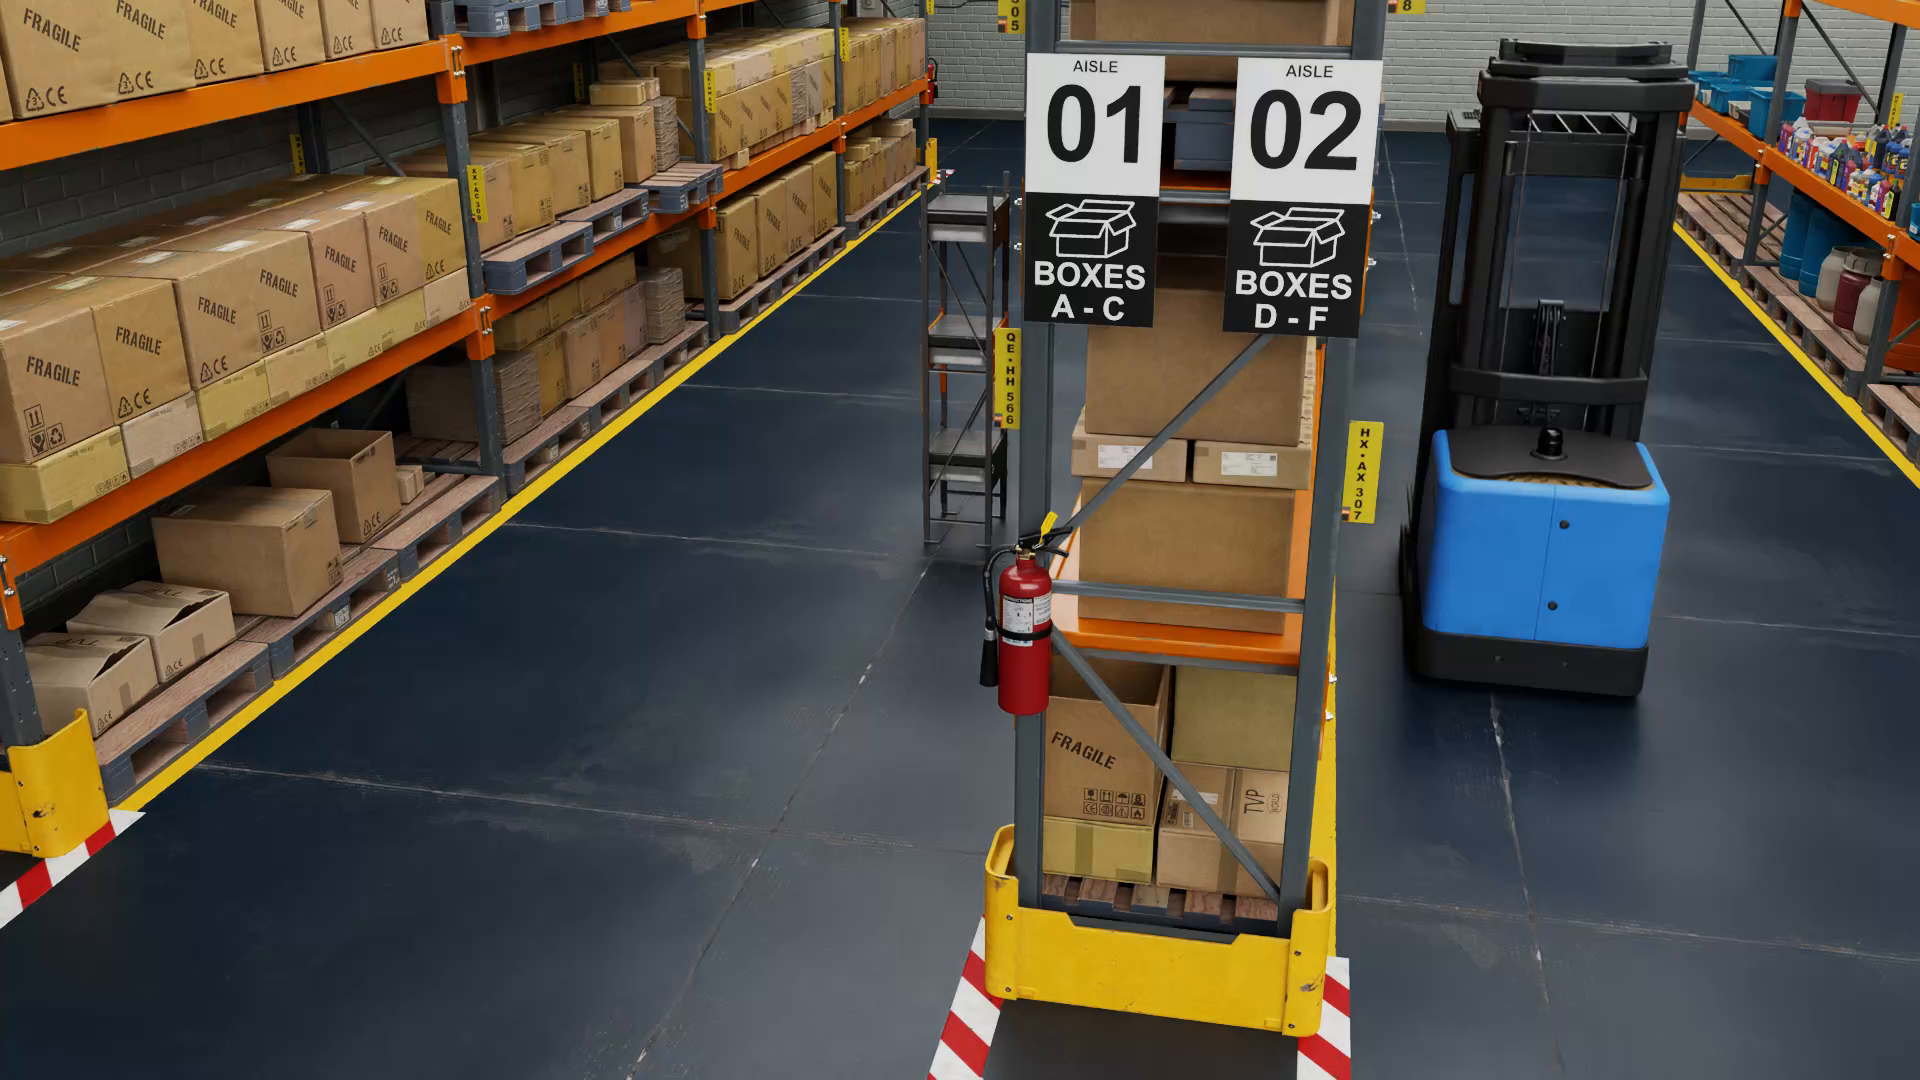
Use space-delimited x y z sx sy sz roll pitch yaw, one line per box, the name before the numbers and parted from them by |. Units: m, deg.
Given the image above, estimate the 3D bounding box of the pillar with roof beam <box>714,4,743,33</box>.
pillar with roof beam | 1.797 -7.354 16.068 9.100 9.000 0.400 4 22 11

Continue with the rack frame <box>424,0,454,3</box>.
rack frame | -3.346 -4.434 8.819 1.000 3.000 0.127 4 22 11

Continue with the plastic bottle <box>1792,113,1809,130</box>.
plastic bottle | 7.587 -3.681 15.043 0.144 0.351 0.185 4 22 11

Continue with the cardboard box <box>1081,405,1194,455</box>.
cardboard box | 0.631 -0.410 5.854 0.380 0.149 0.250 5 22 12

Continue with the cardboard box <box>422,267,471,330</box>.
cardboard box | -3.146 -1.395 9.476 0.500 0.250 0.500 5 22 11

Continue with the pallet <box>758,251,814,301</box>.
pallet | -2.044 -2.548 15.899 1.003 0.211 1.213 4 22 11

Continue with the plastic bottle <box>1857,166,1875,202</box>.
plastic bottle | 7.001 -2.748 12.833 0.097 0.271 0.097 0 22 0

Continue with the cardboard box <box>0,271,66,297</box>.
cardboard box | -4.162 -0.848 7.115 0.500 0.500 0.500 5 22 12

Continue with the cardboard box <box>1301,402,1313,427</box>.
cardboard box | 1.030 -0.384 5.789 0.380 0.149 0.250 4 22 10

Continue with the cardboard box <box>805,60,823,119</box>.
cardboard box | -1.656 -4.396 16.194 0.500 0.500 0.500 5 22 11

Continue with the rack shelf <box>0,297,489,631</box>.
rack shelf | -3.754 -0.587 8.258 1.077 0.370 4.000 4 22 11

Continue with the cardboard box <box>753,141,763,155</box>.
cardboard box | -2.001 -3.583 15.044 0.380 0.149 0.250 5 22 12

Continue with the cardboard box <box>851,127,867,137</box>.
cardboard box | -1.318 -4.804 19.682 0.380 0.149 0.250 5 22 12

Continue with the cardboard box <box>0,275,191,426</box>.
cardboard box | -3.660 -0.808 7.015 0.500 0.500 0.500 5 22 11

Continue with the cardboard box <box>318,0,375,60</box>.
cardboard box | -3.323 -2.711 8.394 0.500 0.500 0.500 3 22 6

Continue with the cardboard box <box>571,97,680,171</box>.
cardboard box | -2.616 -3.192 13.042 0.700 0.500 0.500 2 22 5

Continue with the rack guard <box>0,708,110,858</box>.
rack guard | -4.147 0.943 6.843 1.175 0.500 0.348 4 22 11

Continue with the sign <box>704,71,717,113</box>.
sign | -1.997 -3.577 13.276 0.100 0.325 0.005 4 22 11

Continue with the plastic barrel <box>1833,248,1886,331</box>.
plastic barrel | 7.482 -2.029 13.542 0.600 0.588 0.708 4 22 11

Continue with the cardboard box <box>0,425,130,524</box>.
cardboard box | -3.752 -0.283 6.714 0.500 0.250 0.500 4 22 9

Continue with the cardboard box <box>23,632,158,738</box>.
cardboard box | -3.933 0.608 7.338 0.500 0.311 0.500 2 22 5

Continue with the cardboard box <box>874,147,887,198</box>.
cardboard box | -1.248 -4.249 19.174 0.700 0.500 0.500 5 22 12

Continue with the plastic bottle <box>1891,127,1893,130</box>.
plastic bottle | 8.218 -3.511 14.713 0.061 0.283 0.133 4 22 11

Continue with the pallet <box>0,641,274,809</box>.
pallet | -3.947 0.782 7.628 1.003 0.211 1.213 4 22 11

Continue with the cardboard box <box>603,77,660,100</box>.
cardboard box | -2.571 -3.537 13.031 0.380 0.149 0.250 2 22 4

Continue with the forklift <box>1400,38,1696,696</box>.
forklift | 3.041 -1.144 8.770 1.130 2.935 3.031 5 22 12

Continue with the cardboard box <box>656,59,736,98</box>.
cardboard box | -2.179 -3.813 13.743 0.500 0.250 0.500 5 22 12

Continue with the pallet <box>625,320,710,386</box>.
pallet | -2.691 -1.535 13.383 1.003 0.211 1.213 4 22 11

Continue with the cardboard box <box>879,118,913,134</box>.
cardboard box | -0.790 -5.052 20.298 0.380 0.149 0.250 4 22 10

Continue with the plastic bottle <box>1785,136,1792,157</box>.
plastic bottle | 7.459 -3.536 14.884 0.097 0.201 0.097 0 22 0

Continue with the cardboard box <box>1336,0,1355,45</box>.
cardboard box | 1.294 -2.097 6.146 0.500 0.500 0.500 4 22 11

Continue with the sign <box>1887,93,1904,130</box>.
sign | 8.523 -3.908 15.171 0.100 0.325 0.005 4 22 11

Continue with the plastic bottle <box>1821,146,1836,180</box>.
plastic bottle | 7.211 -3.123 13.765 0.097 0.271 0.097 0 22 0

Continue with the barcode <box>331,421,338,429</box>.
barcode | -3.691 -0.665 9.820 0.001 0.075 0.075 4 22 11

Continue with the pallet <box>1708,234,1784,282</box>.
pallet | 8.097 -2.801 16.525 1.003 0.211 1.213 4 22 11

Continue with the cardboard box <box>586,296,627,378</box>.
cardboard box | -2.919 -1.528 12.391 0.700 0.500 0.500 4 22 11

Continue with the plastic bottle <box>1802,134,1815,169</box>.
plastic bottle | 7.311 -3.342 14.292 0.061 0.283 0.133 4 22 11

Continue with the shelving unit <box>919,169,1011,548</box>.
shelving unit | 0.034 -1.035 9.612 0.431 2.100 0.503 4 22 11

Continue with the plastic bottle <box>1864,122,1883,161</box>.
plastic bottle | 7.976 -3.449 14.469 0.144 0.351 0.185 4 22 11

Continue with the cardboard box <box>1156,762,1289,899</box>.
cardboard box | 1.015 1.089 6.253 0.500 0.250 0.500 4 22 11

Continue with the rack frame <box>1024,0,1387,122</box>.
rack frame | 0.688 -2.595 4.252 1.000 3.000 0.127 4 22 11

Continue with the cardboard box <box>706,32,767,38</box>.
cardboard box | -2.163 -4.779 16.141 0.500 0.250 0.500 5 22 12

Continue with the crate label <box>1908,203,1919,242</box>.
crate label | 6.716 -2.156 11.416 0.303 0.233 0.416 4 22 11

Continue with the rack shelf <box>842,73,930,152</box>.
rack shelf | -1.306 -4.975 19.155 1.077 0.370 4.000 4 22 11

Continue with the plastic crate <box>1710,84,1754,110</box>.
plastic crate | 8.160 -4.689 17.624 0.416 0.233 0.300 4 22 11

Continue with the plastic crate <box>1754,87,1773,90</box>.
plastic crate | 8.812 -4.879 18.224 0.396 0.136 0.243 4 22 11

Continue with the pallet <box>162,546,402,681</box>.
pallet | -3.695 0.338 8.733 1.003 0.211 1.213 4 22 11

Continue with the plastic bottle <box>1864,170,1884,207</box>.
plastic bottle | 6.962 -2.677 12.656 0.097 0.271 0.097 0 22 0

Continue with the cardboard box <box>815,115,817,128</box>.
cardboard box | -1.631 -4.140 16.426 0.380 0.149 0.250 5 23 13

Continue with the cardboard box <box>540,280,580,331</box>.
cardboard box | -3.023 -1.666 11.729 0.500 0.250 0.500 4 22 9
